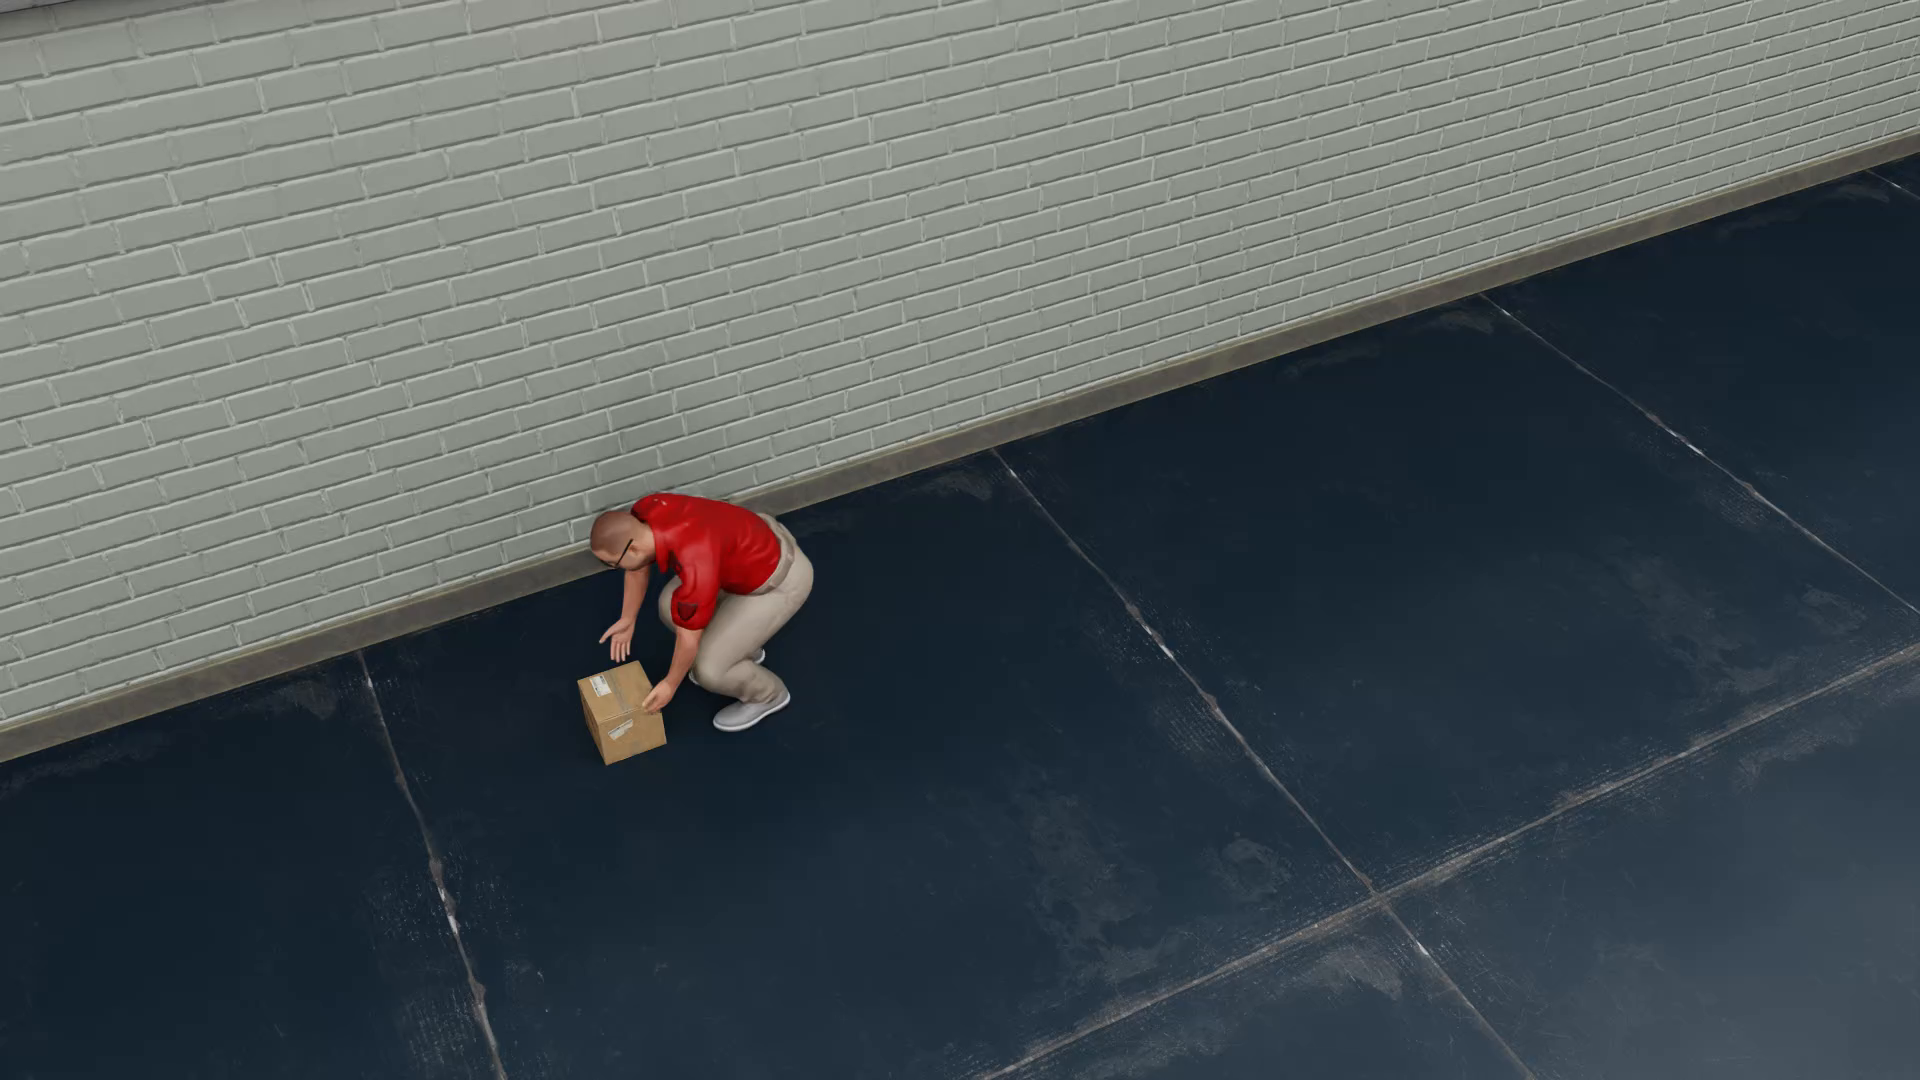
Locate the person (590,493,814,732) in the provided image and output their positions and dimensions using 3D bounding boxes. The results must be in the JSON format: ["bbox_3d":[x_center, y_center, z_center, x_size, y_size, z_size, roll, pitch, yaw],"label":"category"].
[{"bbox_3d":[-0.955,0.235,6.352,0.823,1.142,0.577,-19,44,-20],"label":"person"}]
